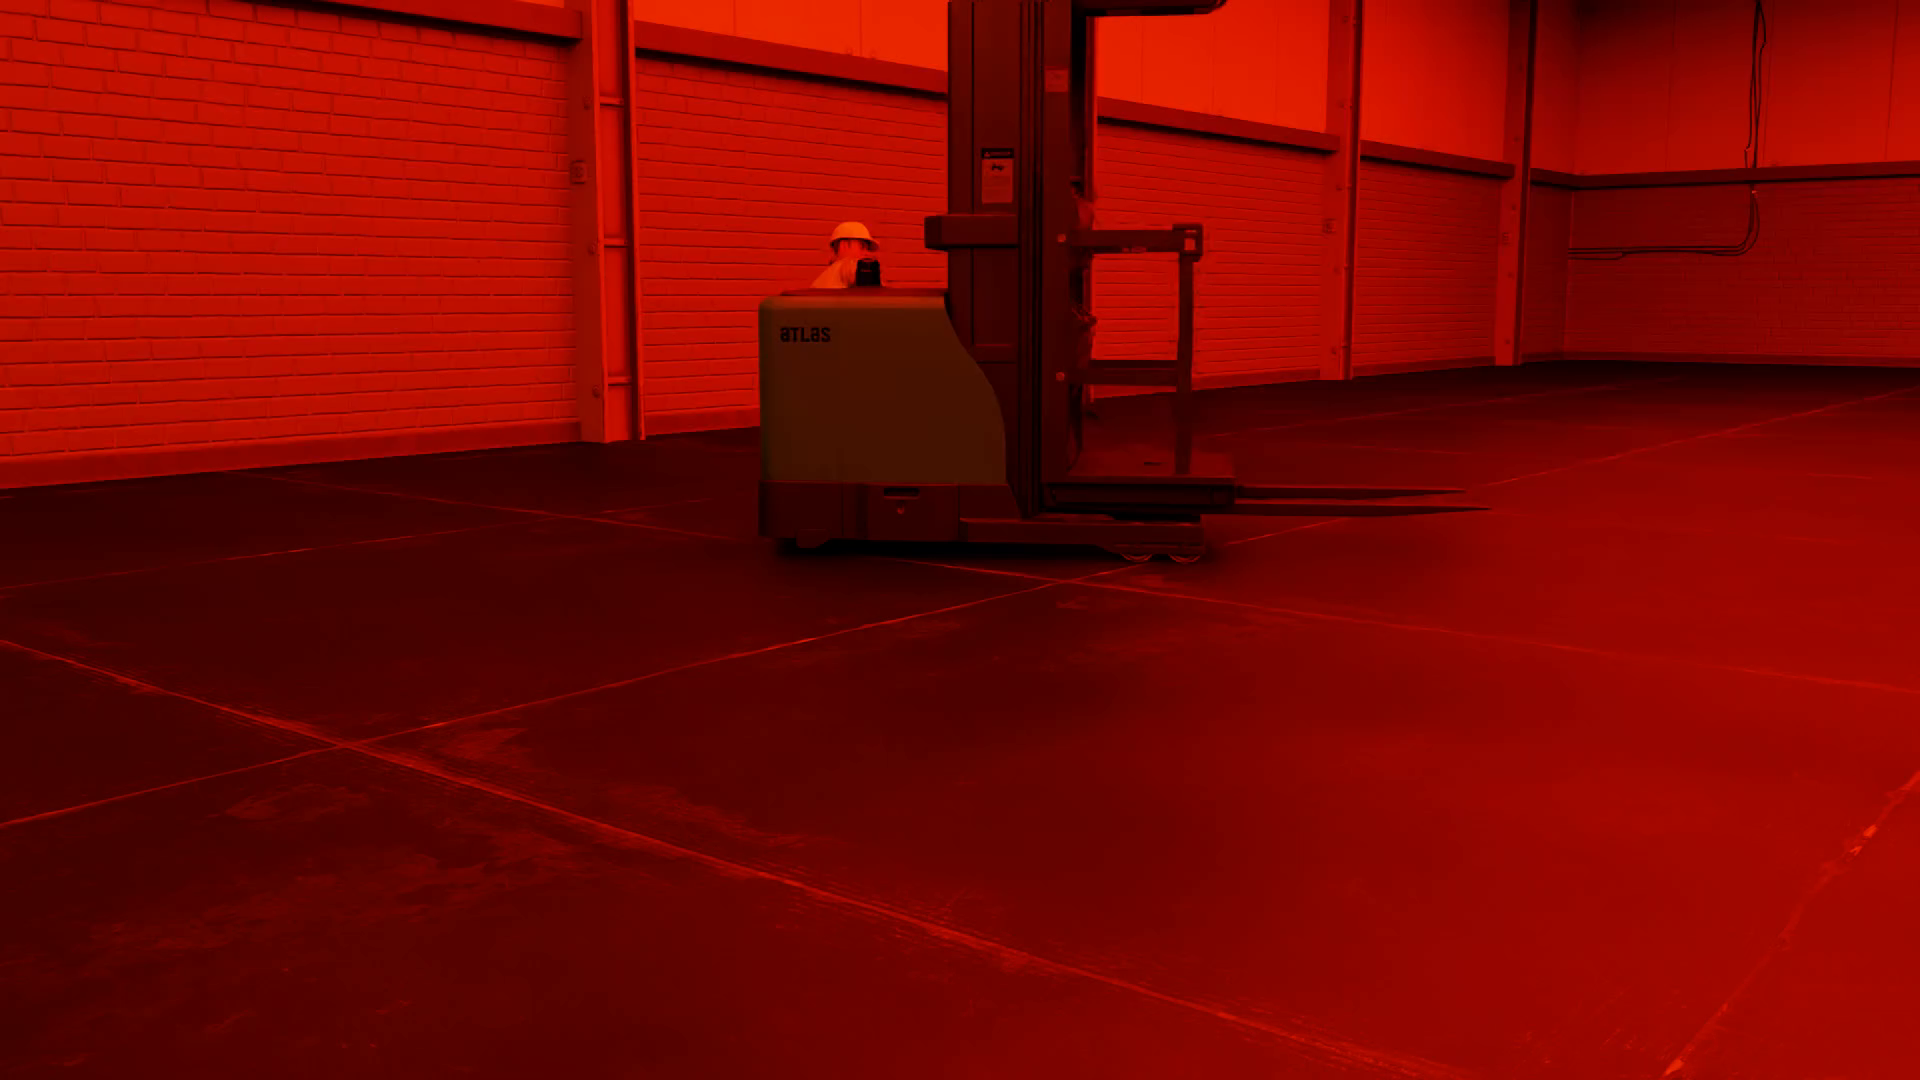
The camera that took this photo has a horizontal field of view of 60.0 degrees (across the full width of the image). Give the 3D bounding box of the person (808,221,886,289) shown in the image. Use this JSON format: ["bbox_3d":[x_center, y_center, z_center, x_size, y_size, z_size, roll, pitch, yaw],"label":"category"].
[{"bbox_3d":[-0.633,-1.052,9.589,0.891,1.550,0.763,6,10,37],"label":"person"}]

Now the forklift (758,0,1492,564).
[{"bbox_3d":[0.704,-1.436,7.097,3.031,2.935,1.130,1,8,7],"label":"forklift"}]
